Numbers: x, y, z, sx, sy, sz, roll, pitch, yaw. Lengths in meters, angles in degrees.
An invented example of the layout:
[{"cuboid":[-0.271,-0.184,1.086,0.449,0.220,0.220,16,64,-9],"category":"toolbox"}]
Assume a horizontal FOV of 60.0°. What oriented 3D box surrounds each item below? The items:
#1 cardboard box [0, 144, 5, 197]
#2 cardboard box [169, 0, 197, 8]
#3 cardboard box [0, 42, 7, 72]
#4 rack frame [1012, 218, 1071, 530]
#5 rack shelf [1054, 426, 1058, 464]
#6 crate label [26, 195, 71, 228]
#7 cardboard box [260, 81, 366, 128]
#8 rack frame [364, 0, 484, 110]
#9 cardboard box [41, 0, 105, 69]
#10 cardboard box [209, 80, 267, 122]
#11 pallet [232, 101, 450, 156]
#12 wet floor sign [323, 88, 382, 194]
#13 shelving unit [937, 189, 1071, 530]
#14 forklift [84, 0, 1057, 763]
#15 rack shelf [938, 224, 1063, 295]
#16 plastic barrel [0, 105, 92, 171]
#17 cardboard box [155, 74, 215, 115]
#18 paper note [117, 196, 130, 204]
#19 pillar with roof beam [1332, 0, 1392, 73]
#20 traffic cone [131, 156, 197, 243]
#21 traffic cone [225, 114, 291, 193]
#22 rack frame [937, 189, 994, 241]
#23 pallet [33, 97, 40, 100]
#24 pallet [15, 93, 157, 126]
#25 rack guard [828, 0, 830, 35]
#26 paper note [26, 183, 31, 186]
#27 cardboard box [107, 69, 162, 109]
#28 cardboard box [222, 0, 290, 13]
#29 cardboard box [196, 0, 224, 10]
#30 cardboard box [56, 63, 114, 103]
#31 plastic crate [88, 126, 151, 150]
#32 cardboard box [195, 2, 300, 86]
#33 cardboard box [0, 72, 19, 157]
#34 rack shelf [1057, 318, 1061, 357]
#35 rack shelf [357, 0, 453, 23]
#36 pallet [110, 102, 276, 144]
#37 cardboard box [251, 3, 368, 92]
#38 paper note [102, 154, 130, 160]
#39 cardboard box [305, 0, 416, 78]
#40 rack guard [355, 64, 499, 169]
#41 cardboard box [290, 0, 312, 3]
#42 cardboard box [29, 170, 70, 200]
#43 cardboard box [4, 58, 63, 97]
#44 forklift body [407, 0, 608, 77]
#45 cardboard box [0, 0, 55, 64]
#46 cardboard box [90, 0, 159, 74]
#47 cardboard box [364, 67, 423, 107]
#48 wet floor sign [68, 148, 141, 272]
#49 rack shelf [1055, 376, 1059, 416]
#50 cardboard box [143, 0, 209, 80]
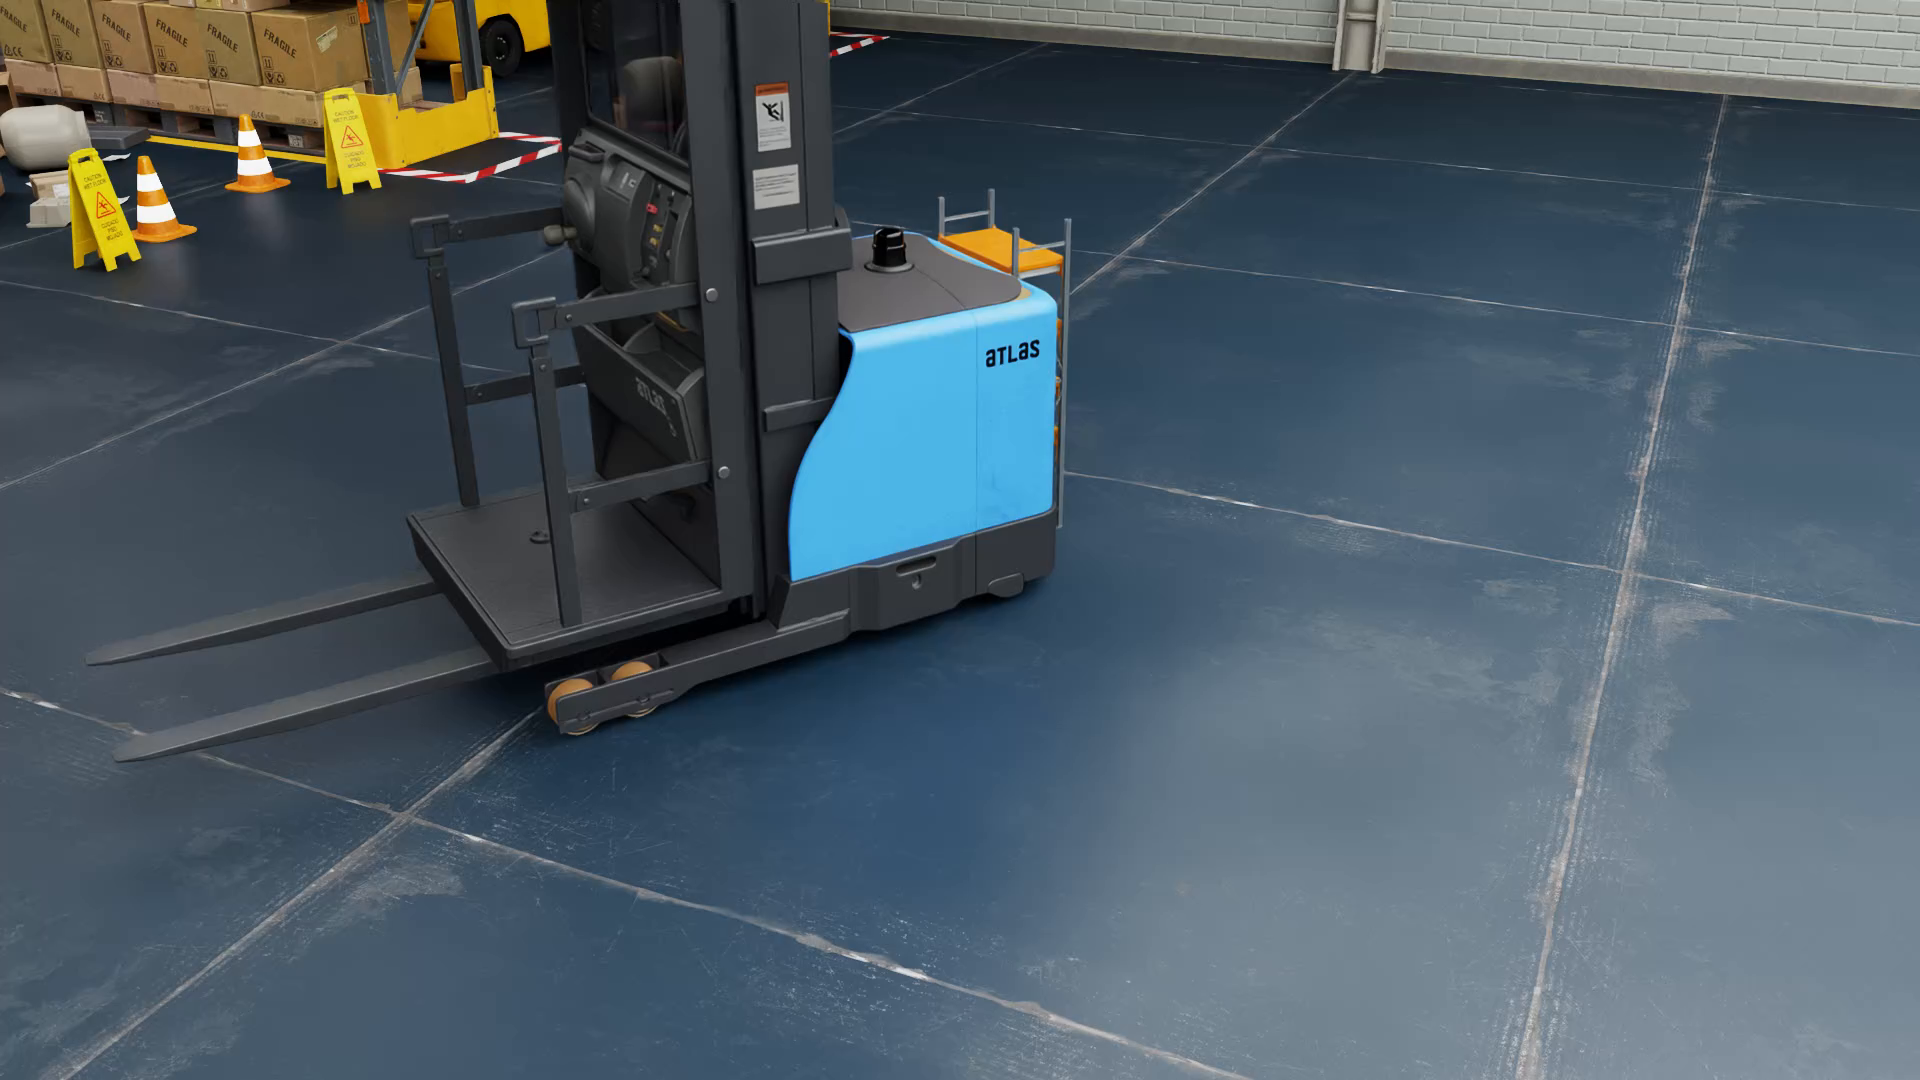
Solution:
[{"cuboid":[-6.371,-2.316,10.385,0.637,0.503,0.797,-7,27,-14],"category":"cardboard box"},{"cuboid":[-5.390,-3.893,11.816,0.250,0.149,0.380,13,29,24],"category":"cardboard box"},{"cuboid":[-7.844,-3.969,13.415,0.625,0.372,0.950,12,29,22],"category":"cardboard box"},{"cuboid":[0.284,-0.557,6.024,0.240,1.200,0.015,-16,30,-29],"category":"rack frame"},{"cuboid":[0.153,-0.410,6.326,0.258,0.148,0.480,-16,30,-29],"category":"rack shelf"},{"cuboid":[-5.541,-2.019,10.196,0.298,0.136,0.250,-2,26,-5],"category":"crate label"},{"cuboid":[-4.593,-3.132,11.853,0.500,0.250,0.500,11,28,22],"category":"cardboard box"},{"cuboid":[-3.724,-4.133,11.249,0.127,3.000,1.000,11,28,22],"category":"rack frame"},{"cuboid":[-6.448,-3.846,12.454,0.500,0.500,0.500,13,29,24],"category":"cardboard box"},{"cuboid":[-5.040,-3.225,12.043,0.500,0.250,0.500,11,28,22],"category":"cardboard box"},{"cuboid":[-4.518,-3.059,12.223,1.213,0.211,1.003,11,28,22],"category":"pallet"},{"cuboid":[-3.994,-2.612,10.824,0.232,0.644,0.267,23,35,39],"category":"wet floor sign"},{"cuboid":[0.153,-0.648,6.209,0.258,1.200,0.503,-16,30,-29],"category":"shelving unit"},{"cuboid":[-1.187,-0.990,4.942,3.031,2.935,1.130,-15,30,-28],"category":"forklift"},{"cuboid":[0.153,-1.001,6.035,0.258,0.148,0.480,-16,30,-29],"category":"rack shelf"},{"cuboid":[-6.231,-2.746,11.348,0.512,0.421,0.421,-12,29,-23],"category":"plastic barrel"},{"cuboid":[-5.519,-3.319,12.232,0.500,0.250,0.500,10,28,20],"category":"cardboard box"},{"cuboid":[-5.409,-2.173,10.630,0.142,0.019,0.148,2,26,4],"category":"paper note"},{"cuboid":[1.746,-6.483,9.229,0.400,9.000,9.100,11,28,22],"category":"pillar with roof beam"},{"cuboid":[-4.800,-2.046,9.882,0.334,0.463,0.336,11,28,22],"category":"traffic cone"},{"cuboid":[-4.650,-2.555,10.915,0.334,0.463,0.336,11,28,22],"category":"traffic cone"},{"cuboid":[0.023,-0.740,6.394,0.240,1.200,0.015,-16,30,-29],"category":"rack frame"},{"cuboid":[-8.075,-3.755,13.638,1.213,0.211,1.003,11,28,22],"category":"pallet"},{"cuboid":[-6.740,-3.505,13.130,1.213,0.211,1.003,11,28,22],"category":"pallet"},{"cuboid":[-1.651,-5.004,15.847,0.348,0.500,1.175,11,28,22],"category":"rack guard"},{"cuboid":[-6.120,-2.384,11.070,0.142,0.019,0.148,23,35,39],"category":"paper note"},{"cuboid":[-5.966,-3.414,12.425,0.500,0.250,0.500,11,28,21],"category":"cardboard box"},{"cuboid":[-4.924,-3.797,11.620,0.250,0.149,0.380,12,29,23],"category":"cardboard box"},{"cuboid":[-5.151,-3.844,11.716,0.250,0.149,0.380,12,29,23],"category":"cardboard box"},{"cuboid":[-6.450,-3.510,12.620,0.500,0.250,0.500,13,29,25],"category":"cardboard box"},{"cuboid":[-6.276,-2.938,12.126,0.583,0.080,0.402,2,26,4],"category":"plastic crate"},{"cuboid":[-5.038,-3.560,11.873,0.500,0.500,0.500,12,29,24],"category":"cardboard box"},{"cuboid":[-6.953,-3.001,11.777,0.500,0.500,0.500,-12,29,-23],"category":"cardboard box"},{"cuboid":[0.153,-0.789,6.140,0.258,0.148,0.480,-16,30,-29],"category":"rack shelf"},{"cuboid":[-5.545,-4.176,12.150,4.000,0.370,1.077,11,28,22],"category":"rack shelf"},{"cuboid":[-5.625,-3.282,12.678,1.213,0.211,1.003,11,28,22],"category":"pallet"},{"cuboid":[-4.562,-3.466,11.682,0.500,0.500,0.500,12,28,22],"category":"cardboard box"},{"cuboid":[-5.933,-2.694,11.687,0.148,0.019,0.142,2,26,4],"category":"paper note"},{"cuboid":[-4.366,-3.687,12.131,0.500,0.500,0.500,10,28,20],"category":"cardboard box"},{"cuboid":[-3.794,-3.025,11.829,0.348,0.500,1.175,11,28,22],"category":"rack guard"},{"cuboid":[-4.844,-3.781,12.322,0.500,0.500,0.500,10,28,20],"category":"cardboard box"},{"cuboid":[-5.753,-2.281,10.715,0.380,0.149,0.250,-18,31,-31],"category":"cardboard box"},{"cuboid":[-6.940,-3.603,12.809,0.500,0.250,0.500,10,28,19],"category":"cardboard box"},{"cuboid":[-4.155,-5.362,14.706,1.214,2.155,2.313,11,28,22],"category":"forklift body"},{"cuboid":[-6.940,-3.939,12.644,0.500,0.500,0.500,13,29,24],"category":"cardboard box"},{"cuboid":[-5.977,-3.751,12.260,0.500,0.500,0.500,13,29,24],"category":"cardboard box"},{"cuboid":[-4.344,-3.347,12.289,0.500,0.250,0.500,11,28,21],"category":"cardboard box"},{"cuboid":[-4.835,-1.859,9.295,0.232,0.644,0.267,6,27,13],"category":"wet floor sign"},{"cuboid":[0.153,-0.588,6.238,0.258,0.148,0.480,-16,30,-29],"category":"rack shelf"},{"cuboid":[-5.495,-3.655,12.066,0.500,0.500,0.500,11,28,21],"category":"cardboard box"}]
